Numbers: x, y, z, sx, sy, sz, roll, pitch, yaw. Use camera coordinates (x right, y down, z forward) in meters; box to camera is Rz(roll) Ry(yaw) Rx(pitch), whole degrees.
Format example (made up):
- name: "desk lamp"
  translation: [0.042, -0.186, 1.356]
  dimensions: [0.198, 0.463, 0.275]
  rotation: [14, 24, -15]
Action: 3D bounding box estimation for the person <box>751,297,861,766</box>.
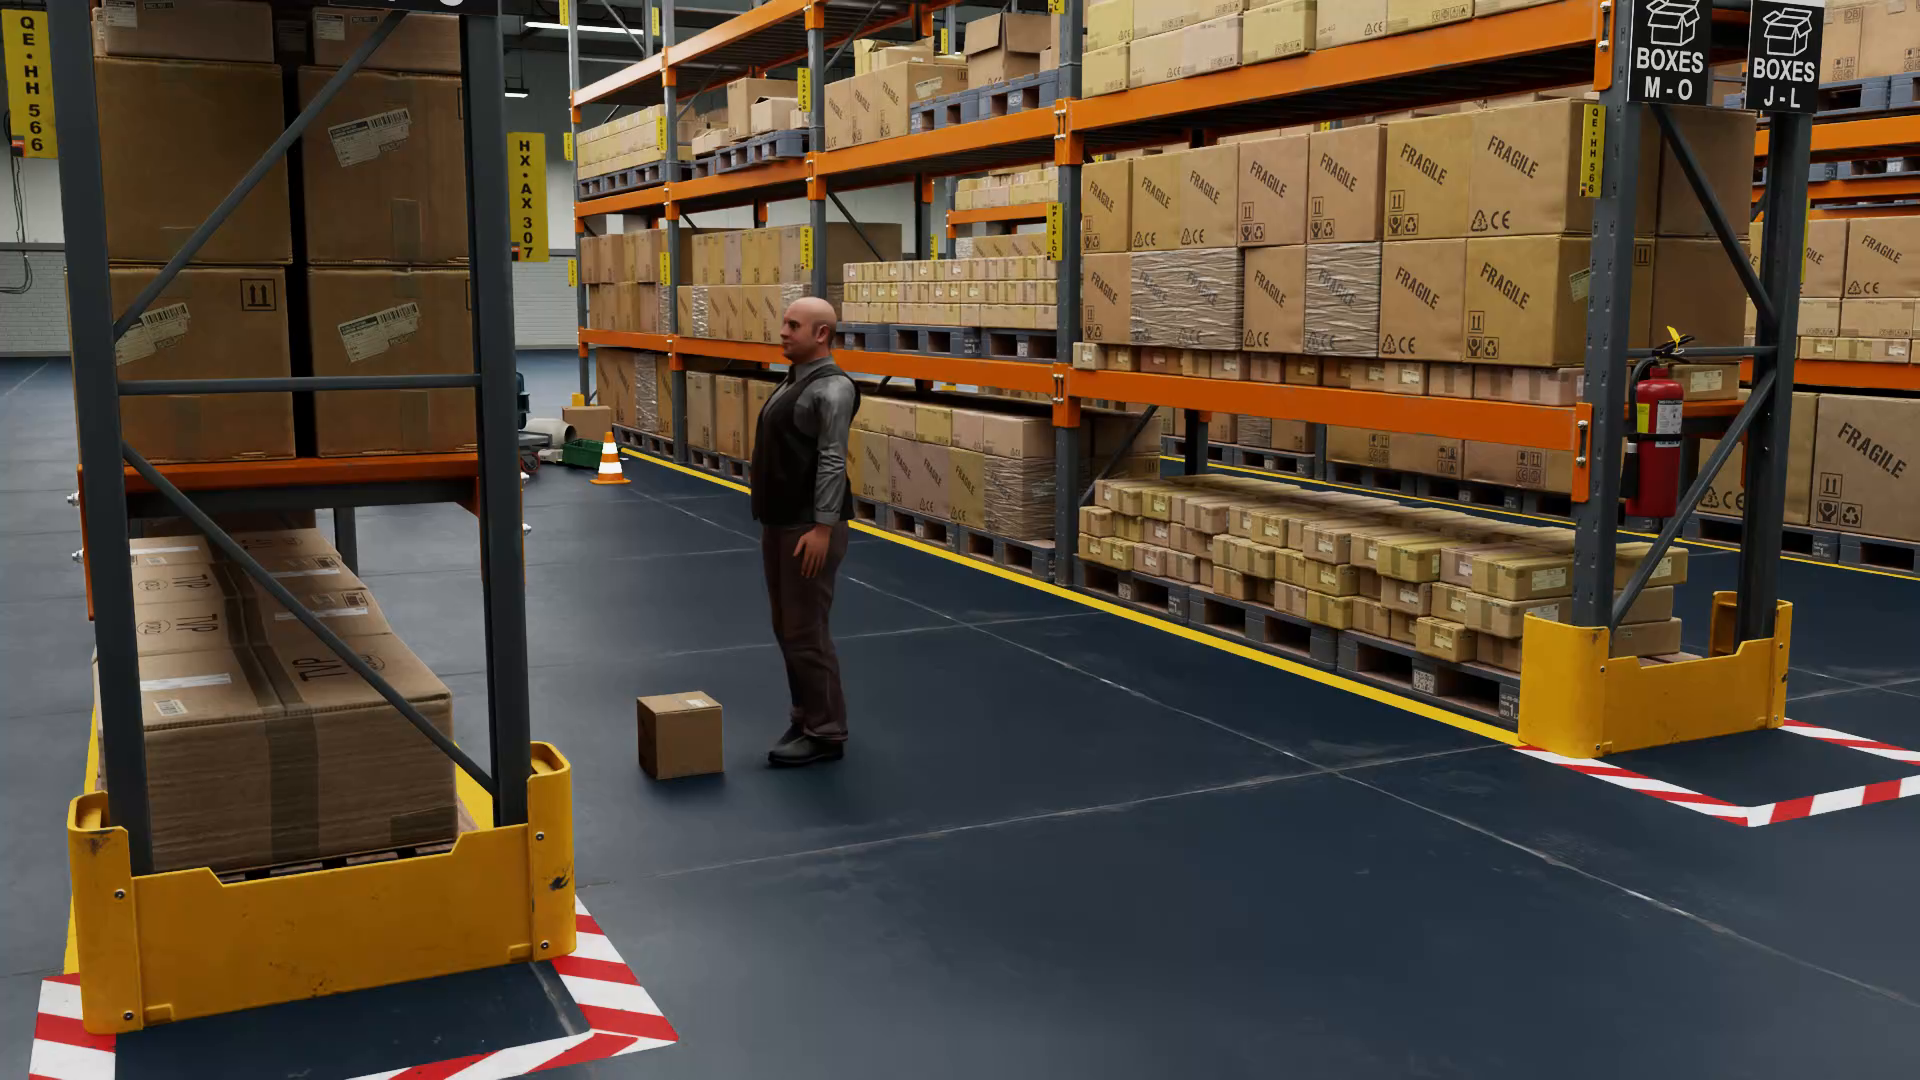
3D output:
- name: "person"
  translation: [-0.586, -0.013, 6.200]
  dimensions: [0.372, 1.768, 0.532]
  rotation: [-4, 9, -25]
